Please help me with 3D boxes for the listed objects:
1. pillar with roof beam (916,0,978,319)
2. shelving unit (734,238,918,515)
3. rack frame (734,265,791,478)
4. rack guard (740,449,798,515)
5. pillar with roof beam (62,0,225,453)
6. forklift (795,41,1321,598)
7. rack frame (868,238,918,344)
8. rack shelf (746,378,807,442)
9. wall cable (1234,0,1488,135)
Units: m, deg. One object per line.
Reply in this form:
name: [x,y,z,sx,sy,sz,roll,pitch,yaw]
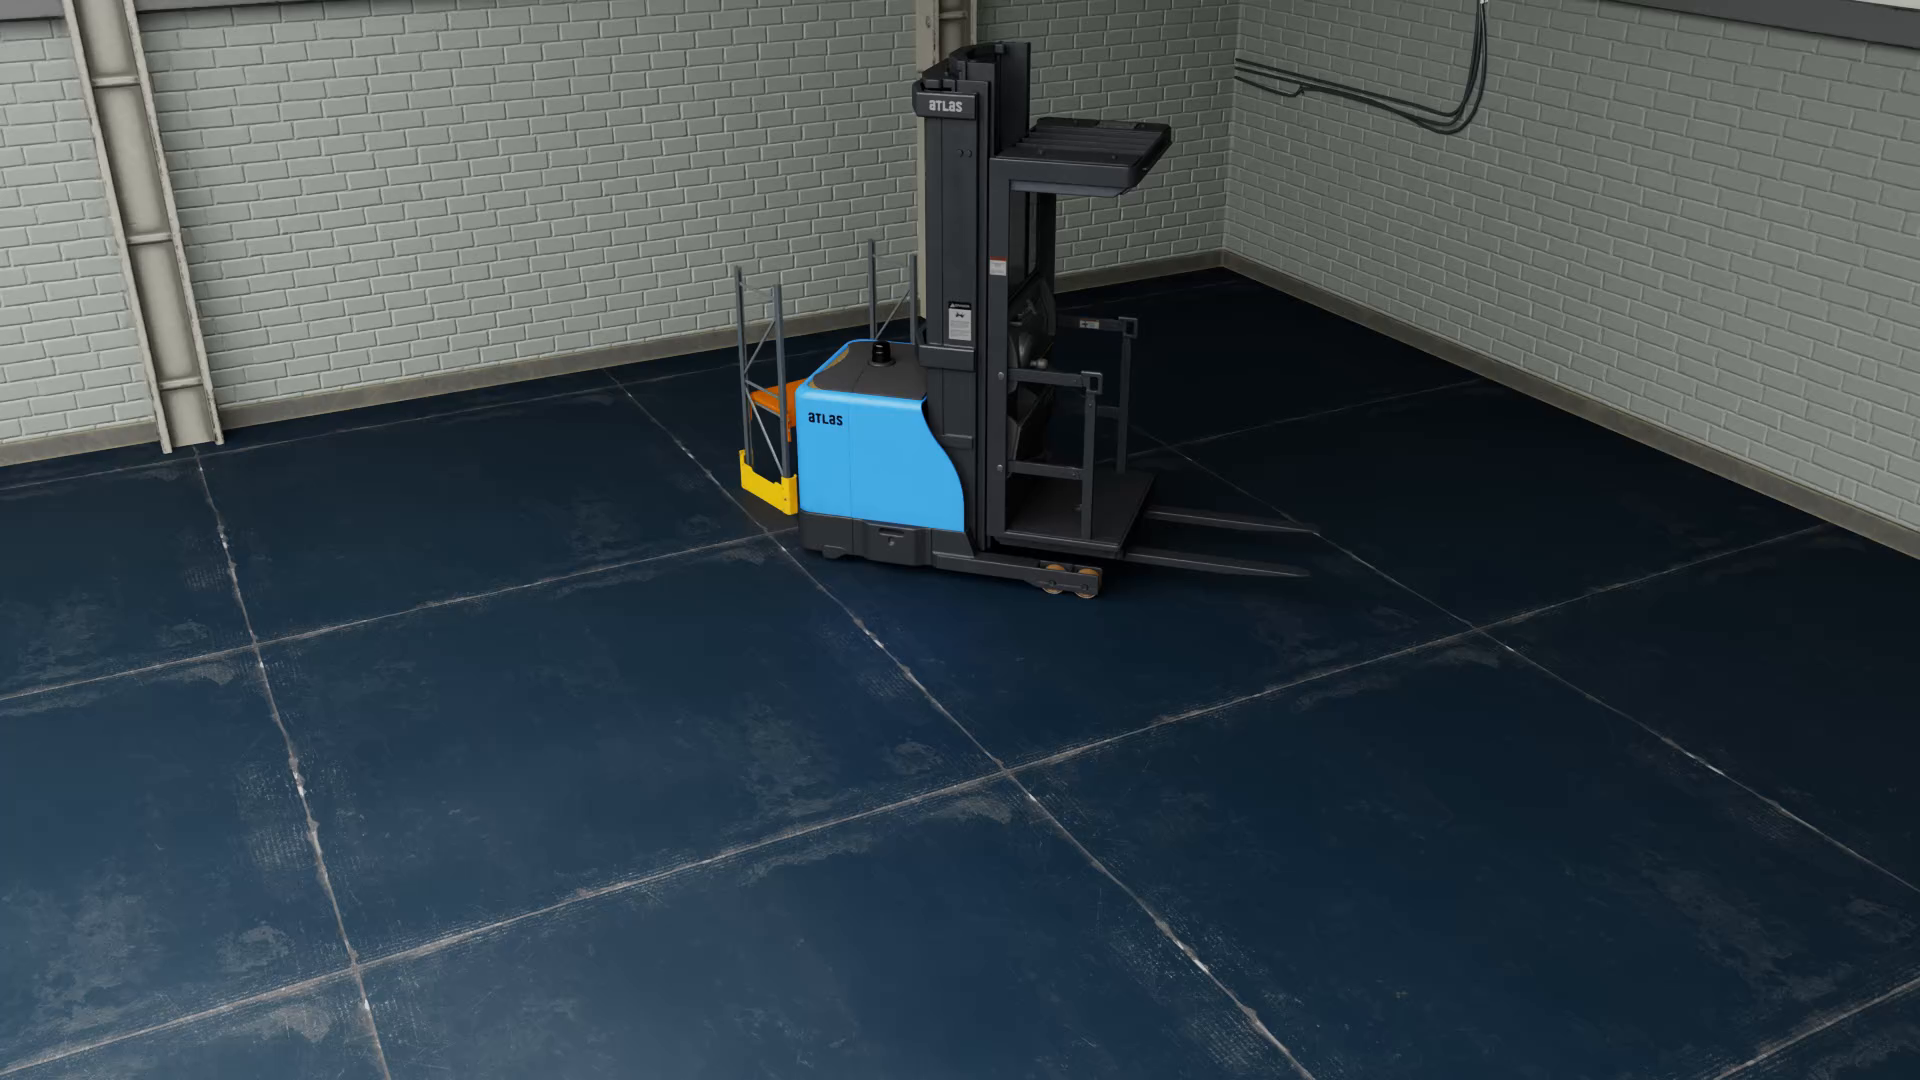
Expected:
pillar with roof beam: [1.919,-4.330,8.872,0.400,9.000,9.100,-13,29,-25]
shelving unit: [-0.846,-1.076,10.758,1.083,1.500,0.587,-19,31,-34]
rack frame: [-1.239,-0.943,10.481,0.032,1.500,0.500,-19,31,-34]
rack guard: [-1.238,-0.380,10.752,0.087,0.250,0.587,-19,31,-34]
pillar with roof beam: [-3.375,-3.108,6.327,0.400,9.000,9.100,-13,29,-25]
forklift: [0.603,-1.244,9.454,3.031,2.935,1.130,7,27,15]
rack frame: [-0.438,-1.214,11.046,0.032,1.500,0.500,-19,31,-34]
rack shelf: [-0.839,-0.916,10.841,1.000,0.185,0.538,-19,31,-34]
wall cable: [3.115,-4.670,13.167,0.112,2.526,3.097,-13,29,-25]
